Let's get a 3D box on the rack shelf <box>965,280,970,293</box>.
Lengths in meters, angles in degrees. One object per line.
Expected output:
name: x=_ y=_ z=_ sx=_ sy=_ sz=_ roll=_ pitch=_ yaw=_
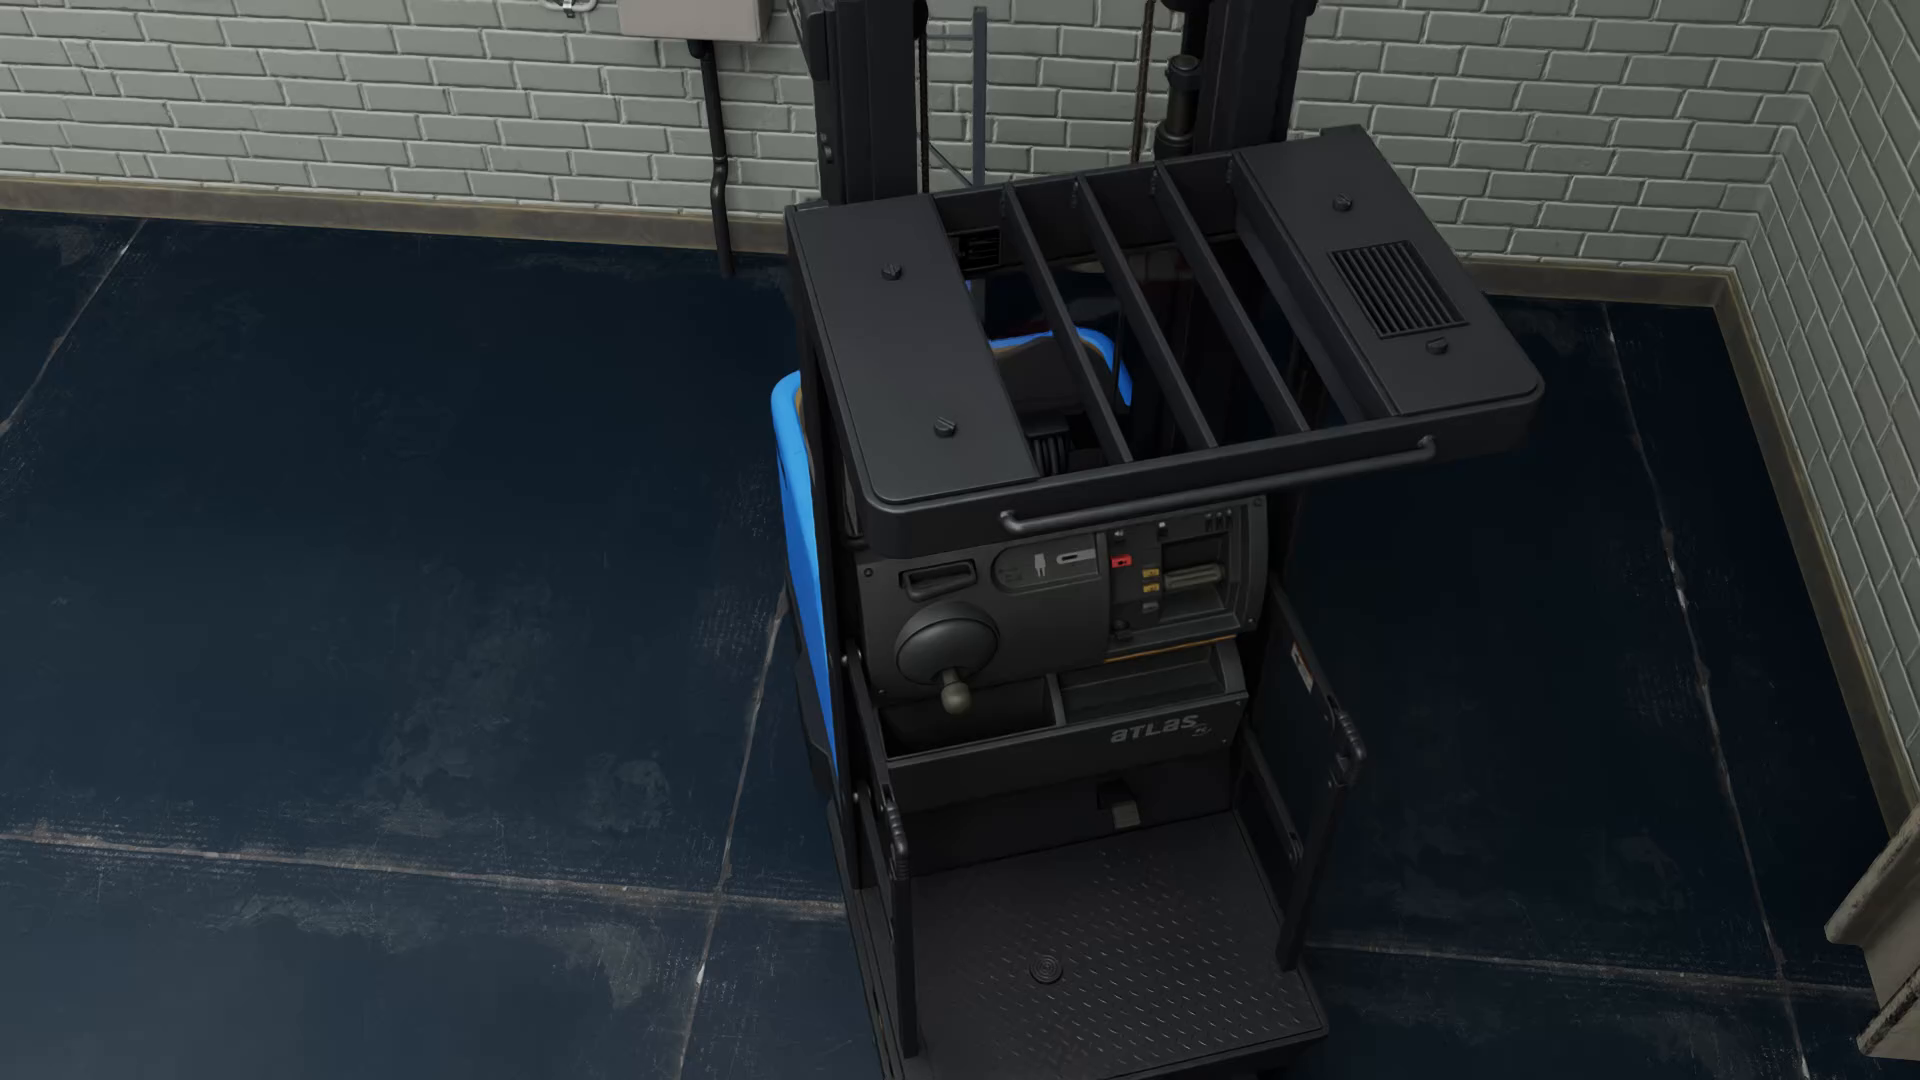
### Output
rack shelf: x=-0.171 y=-0.678 z=5.597 sx=0.538 sy=0.185 sz=1.000 roll=1 pitch=48 yaw=0

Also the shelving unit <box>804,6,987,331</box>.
shelving unit: x=-0.171 y=-0.799 z=5.464 sx=0.538 sy=1.500 sz=1.048 roll=1 pitch=48 yaw=0

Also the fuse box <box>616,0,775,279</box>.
fuse box: x=-0.918 y=-1.632 z=6.083 sx=0.539 sy=1.711 sz=0.414 roll=4 pitch=48 yaw=4

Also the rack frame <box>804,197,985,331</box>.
rack frame: x=-0.178 y=-0.424 z=5.121 sx=0.500 sy=1.500 sz=0.032 roll=1 pitch=48 yaw=0

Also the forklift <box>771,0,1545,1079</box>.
forklift: x=0.290 y=0.233 z=3.550 sx=1.130 sy=2.935 sz=3.031 roll=-10 pitch=48 yaw=-9

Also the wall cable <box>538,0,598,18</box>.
wall cable: x=-1.583 y=-2.571 z=5.380 sx=0.588 sy=1.984 sz=0.122 roll=4 pitch=48 yaw=4

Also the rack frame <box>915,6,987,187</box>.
rack frame: x=-0.164 y=-1.174 z=5.807 sx=0.500 sy=1.500 sz=0.032 roll=1 pitch=48 yaw=0
